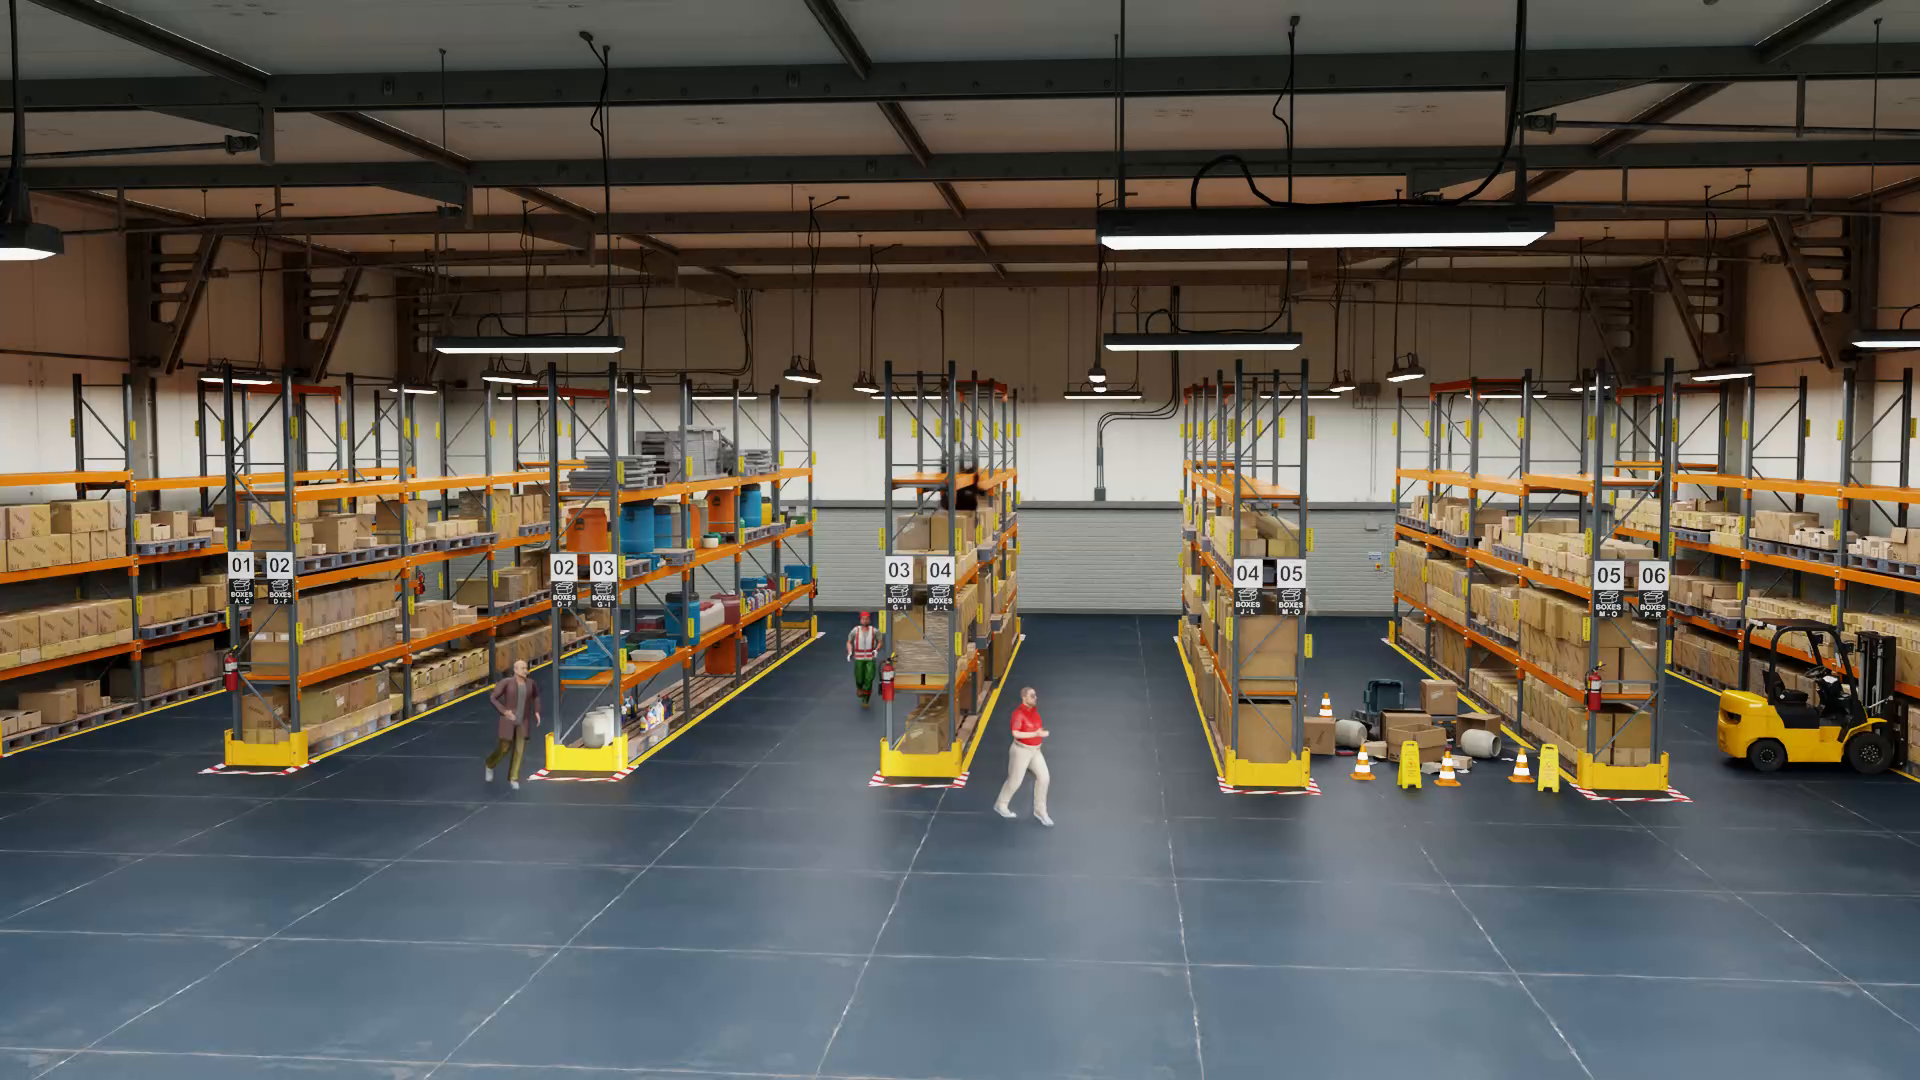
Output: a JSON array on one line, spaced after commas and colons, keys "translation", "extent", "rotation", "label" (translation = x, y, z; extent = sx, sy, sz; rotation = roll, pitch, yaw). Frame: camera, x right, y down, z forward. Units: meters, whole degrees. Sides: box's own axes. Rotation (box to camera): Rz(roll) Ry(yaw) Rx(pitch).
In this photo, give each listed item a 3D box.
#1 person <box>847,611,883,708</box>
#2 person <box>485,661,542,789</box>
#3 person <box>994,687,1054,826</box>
[{"translation": [-1.716, 2.159, 30.126], "extent": [0.657, 1.743, 0.605], "rotation": [0, 4, -5], "label": "person"}, {"translation": [-6.264, 2.577, 23.515], "extent": [0.768, 1.748, 0.911], "rotation": [-3, 5, -38], "label": "person"}, {"translation": [0.831, 2.755, 21.186], "extent": [0.866, 1.784, 0.603], "rotation": [3, 5, 41], "label": "person"}]
